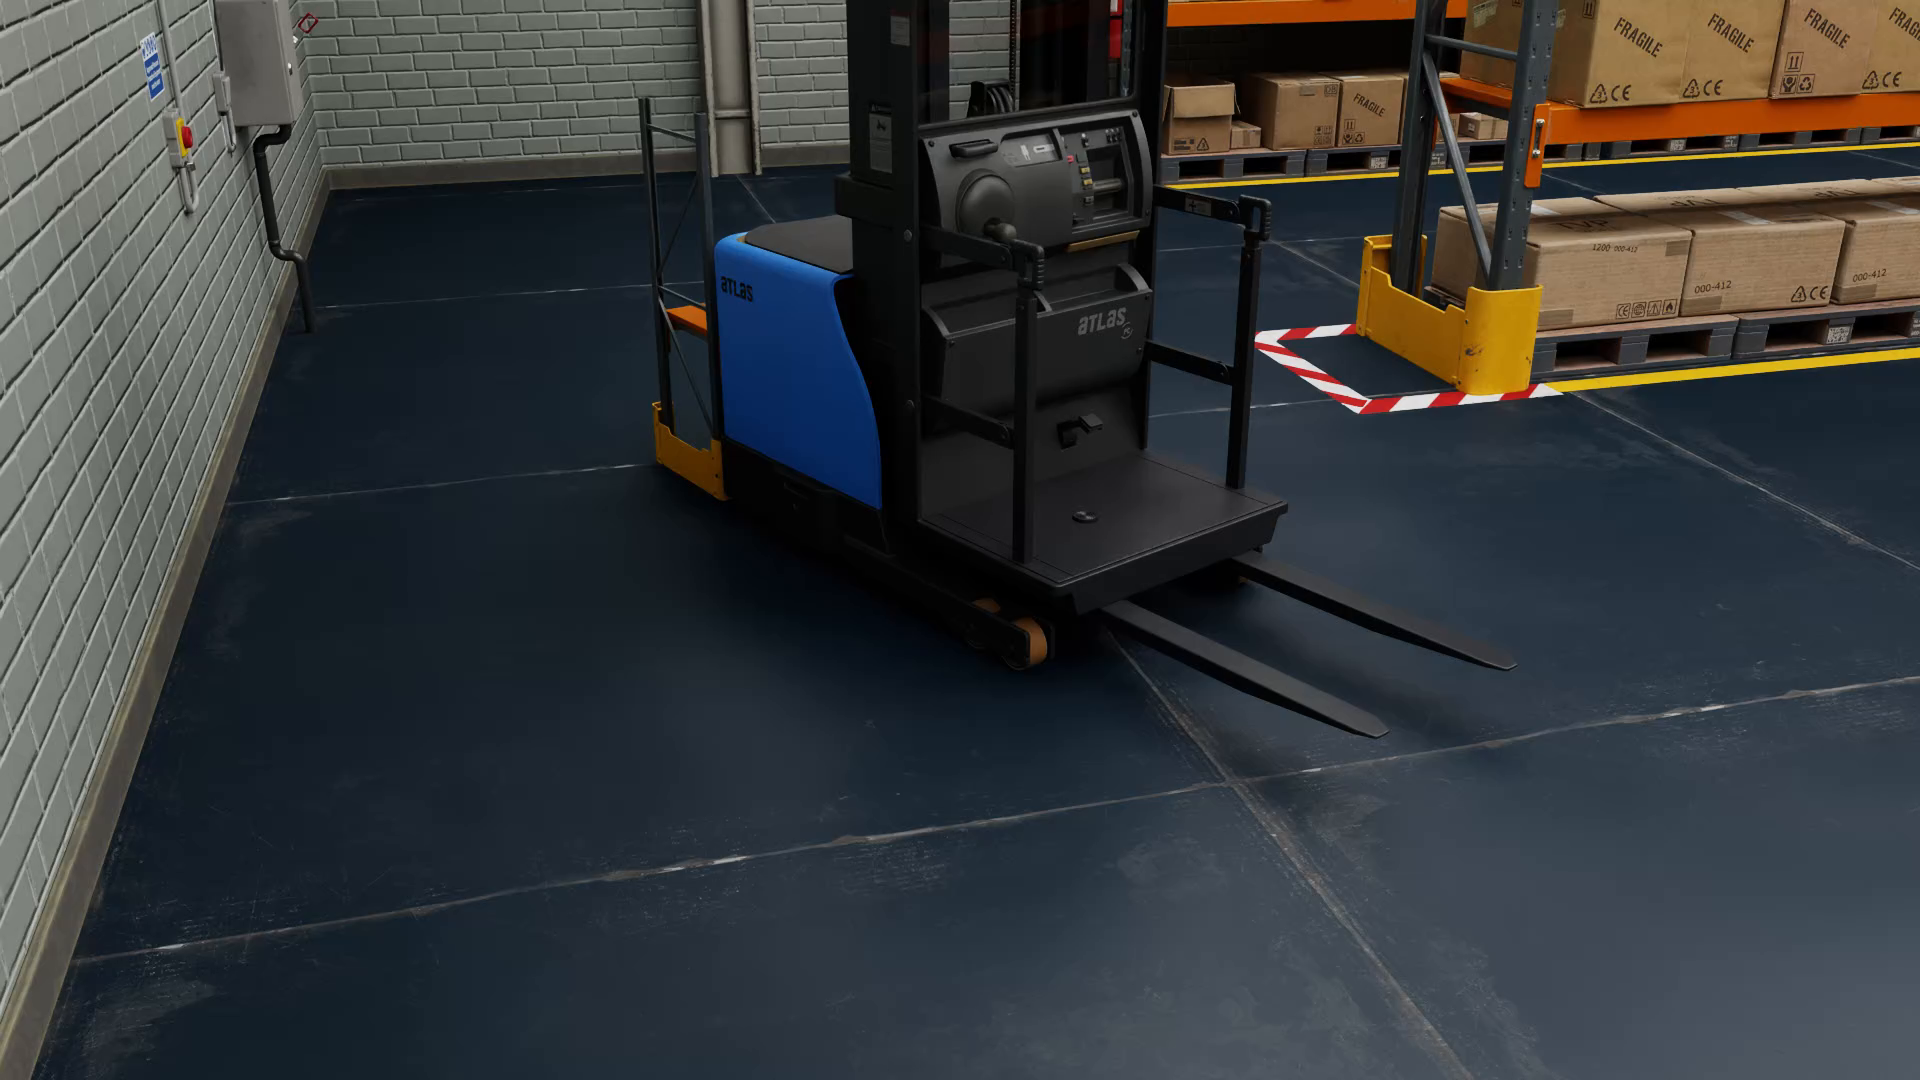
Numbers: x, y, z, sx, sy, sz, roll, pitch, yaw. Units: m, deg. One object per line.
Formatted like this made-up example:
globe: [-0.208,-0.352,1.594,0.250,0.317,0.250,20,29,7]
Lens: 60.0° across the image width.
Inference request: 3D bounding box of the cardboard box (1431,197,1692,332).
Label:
cardboard box: [3.036,-1.419,8.469,0.875,0.438,0.875,-7,24,-16]

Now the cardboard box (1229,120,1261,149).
cardboard box: [2.118,-3.121,12.803,0.250,0.149,0.380,-7,24,-16]

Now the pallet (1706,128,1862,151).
pallet: [6.885,-3.556,14.269,1.213,0.211,1.003,-6,24,-14]

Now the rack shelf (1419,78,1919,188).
rack shelf: [4.354,-2.177,8.432,4.000,0.370,1.077,-6,24,-14]

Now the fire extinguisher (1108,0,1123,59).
fire extinguisher: [1.067,-3.781,11.828,0.183,0.674,0.296,-6,24,-14]

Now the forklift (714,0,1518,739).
forklift: [0.403,-1.156,5.227,1.130,2.935,3.031,-18,29,-36]

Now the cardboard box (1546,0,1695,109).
cardboard box: [2.968,-2.283,7.639,0.500,0.500,0.500,-7,24,-15]

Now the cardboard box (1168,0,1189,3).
cardboard box: [1.474,-3.994,12.073,0.250,0.149,0.380,-6,24,-15]

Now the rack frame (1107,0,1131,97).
rack frame: [1.083,-4.179,12.185,0.127,3.000,1.000,-6,24,-14]

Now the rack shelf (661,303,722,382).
rack shelf: [-0.676,-0.898,6.896,1.000,0.185,0.538,-16,28,-33]

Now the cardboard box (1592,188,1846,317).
cardboard box: [3.915,-1.519,8.703,0.875,0.438,0.875,-6,24,-13]

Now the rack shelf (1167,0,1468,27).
rack shelf: [3.009,-4.061,12.823,4.000,0.370,1.077,-6,24,-14]

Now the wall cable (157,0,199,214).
wall cable: [-2.995,-2.167,6.167,0.123,1.953,0.585,-6,24,-14]

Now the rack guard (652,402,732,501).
rack guard: [-1.085,-0.370,6.796,0.087,0.250,0.587,-16,28,-33]

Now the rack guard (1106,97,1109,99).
rack guard: [1.157,-3.038,12.697,0.348,0.500,1.175,-6,24,-14]

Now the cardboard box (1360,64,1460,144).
cardboard box: [3.531,-3.439,13.099,0.500,0.500,0.700,-7,24,-16]

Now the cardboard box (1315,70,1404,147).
cardboard box: [3.068,-3.347,12.884,0.500,0.500,0.500,-6,24,-13]

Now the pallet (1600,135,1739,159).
pallet: [5.708,-3.424,13.963,1.213,0.211,1.003,-6,24,-14]

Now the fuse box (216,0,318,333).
fuse box: [-3.422,-1.906,8.523,0.414,1.711,0.539,-6,24,-14]

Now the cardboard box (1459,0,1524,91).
cardboard box: [2.821,-2.493,8.128,0.500,0.500,0.500,-6,24,-14]

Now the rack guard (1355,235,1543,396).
rack guard: [2.405,-1.144,8.281,0.348,0.500,1.175,-6,24,-14]

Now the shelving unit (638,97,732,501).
shelving unit: [-0.683,-1.061,6.820,1.083,1.500,0.587,-16,28,-33]

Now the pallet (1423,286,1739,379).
pallet: [3.177,-1.128,8.612,1.213,0.211,1.003,-6,24,-14]

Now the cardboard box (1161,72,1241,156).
cardboard box: [1.698,-3.254,12.662,0.637,0.503,0.797,-7,24,-16]

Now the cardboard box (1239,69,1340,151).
cardboard box: [2.532,-3.329,12.841,0.500,0.500,0.700,-5,24,-12]

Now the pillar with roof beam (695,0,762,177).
pillar with roof beam: [-0.593,-5.356,7.321,0.400,9.000,9.100,-6,24,-14]

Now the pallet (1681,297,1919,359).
pallet: [4.349,-1.257,8.911,1.213,0.211,1.003,-6,24,-14]

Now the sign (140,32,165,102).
sign: [-3.041,-1.785,6.262,0.001,0.218,0.327,-6,24,-14]

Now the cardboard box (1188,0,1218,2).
cardboard box: [1.706,-4.039,12.178,0.250,0.149,0.380,-6,24,-13]

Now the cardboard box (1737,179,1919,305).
cardboard box: [4.784,-1.615,8.926,0.875,0.438,0.875,-7,24,-16]

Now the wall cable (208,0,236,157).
wall cable: [-3.389,-2.689,7.425,0.122,1.984,0.588,-6,24,-14]

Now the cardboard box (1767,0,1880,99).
cardboard box: [3.942,-2.395,7.900,0.500,0.500,0.500,-6,24,-15]

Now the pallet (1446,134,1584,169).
pallet: [4.273,-3.251,13.558,1.213,0.211,1.003,-6,24,-14]

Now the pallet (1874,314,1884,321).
pallet: [5.526,-1.388,9.217,1.213,0.211,1.003,-6,24,-14]

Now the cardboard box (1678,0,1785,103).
cardboard box: [3.447,-2.347,7.790,0.500,0.500,0.500,-7,24,-15]

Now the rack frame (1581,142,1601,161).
rack frame: [4.935,-4.605,13.178,0.127,3.000,1.000,-6,24,-14]

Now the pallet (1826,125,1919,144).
pallet: [8.057,-3.684,14.569,1.213,0.211,1.003,-6,24,-14]

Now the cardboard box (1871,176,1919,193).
cardboard box: [5.646,-1.710,9.149,0.875,0.438,0.875,-7,24,-15]

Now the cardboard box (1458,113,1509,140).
cardboard box: [4.134,-3.333,13.147,0.258,0.266,0.396,-5,24,-12]

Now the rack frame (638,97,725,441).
rack frame: [-1.086,-0.944,6.549,0.032,1.500,0.500,-16,28,-33]

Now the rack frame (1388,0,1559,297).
rack frame: [2.428,-2.295,7.794,0.127,3.000,1.000,-6,24,-14]

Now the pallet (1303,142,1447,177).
pallet: [3.096,-3.119,13.252,1.213,0.211,1.003,-6,24,-14]

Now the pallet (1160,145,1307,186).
pallet: [1.924,-2.991,12.953,1.213,0.211,1.003,-6,24,-14]

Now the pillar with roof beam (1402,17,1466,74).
pillar with roof beam: [5.184,-5.995,8.811,0.400,9.000,9.100,-6,24,-14]

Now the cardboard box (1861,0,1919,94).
cardboard box: [4.419,-2.454,8.039,0.500,0.500,0.500,-6,24,-13]
